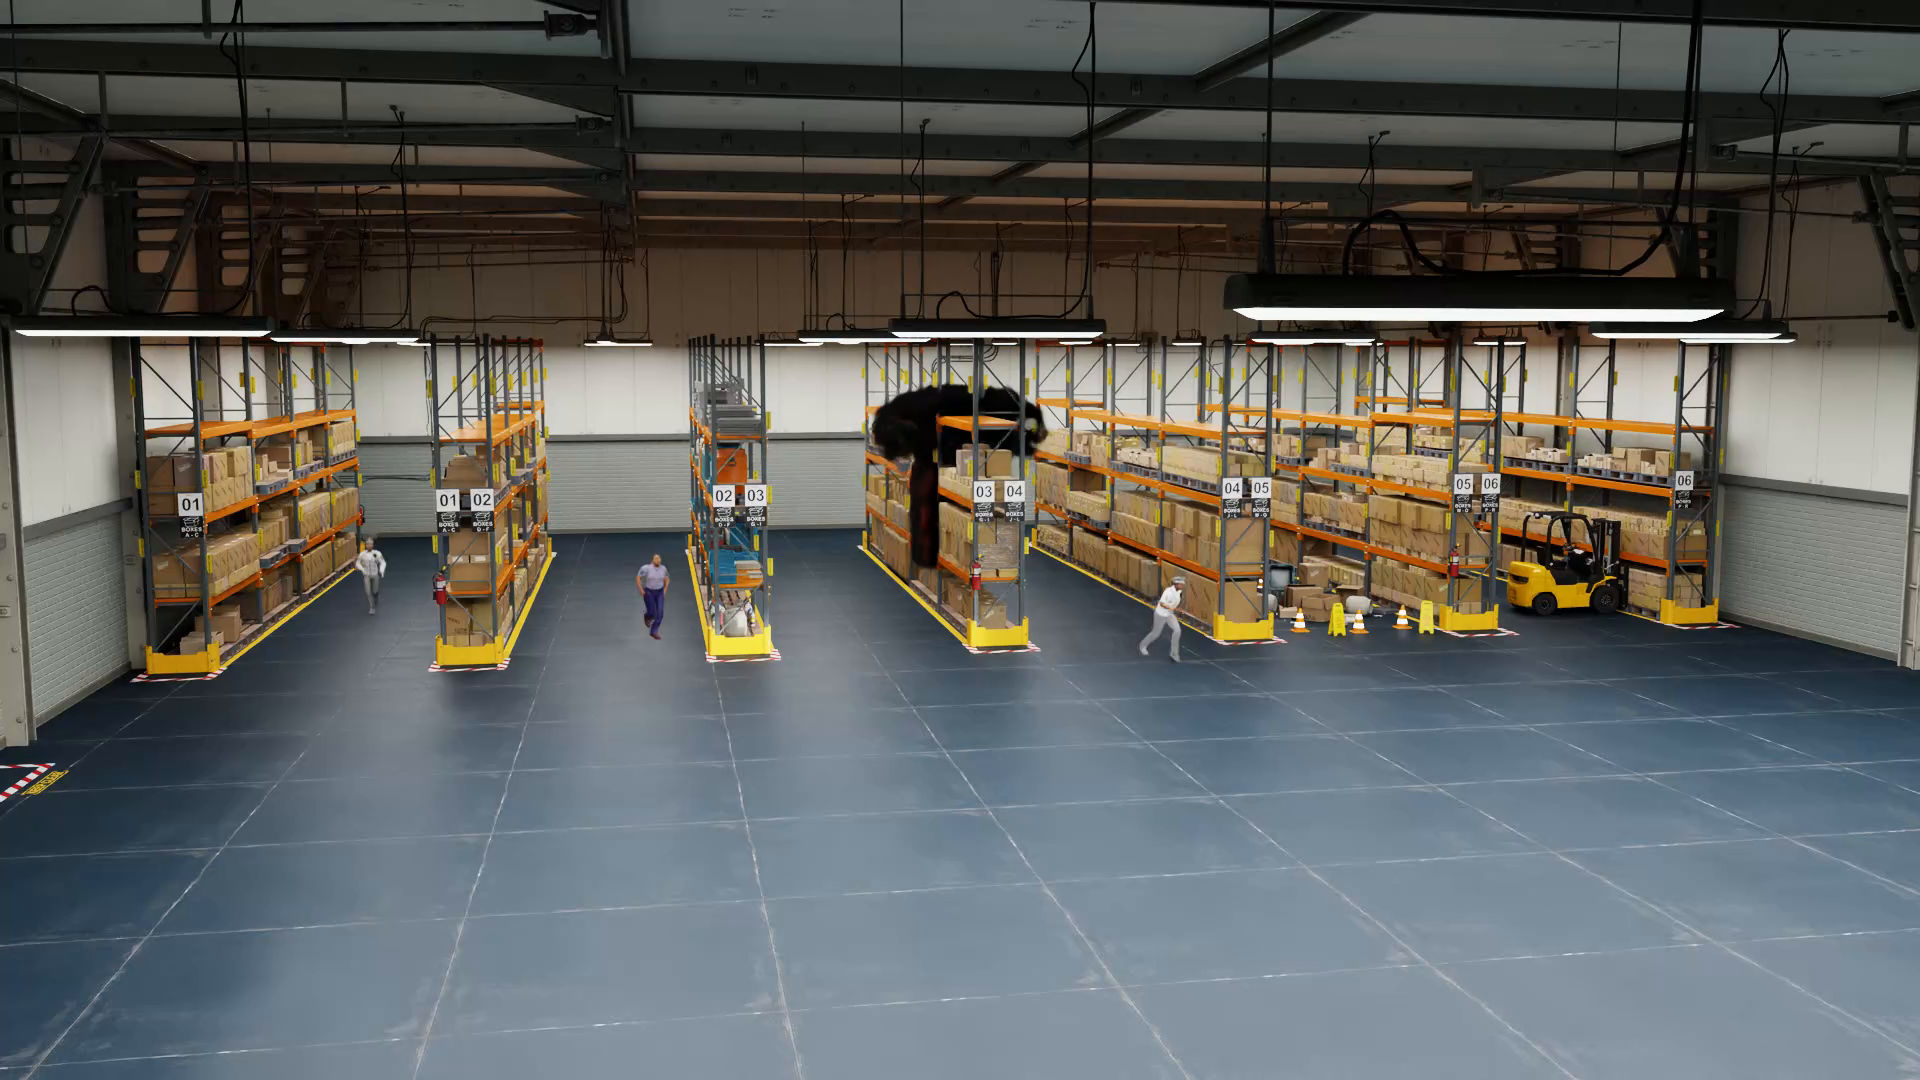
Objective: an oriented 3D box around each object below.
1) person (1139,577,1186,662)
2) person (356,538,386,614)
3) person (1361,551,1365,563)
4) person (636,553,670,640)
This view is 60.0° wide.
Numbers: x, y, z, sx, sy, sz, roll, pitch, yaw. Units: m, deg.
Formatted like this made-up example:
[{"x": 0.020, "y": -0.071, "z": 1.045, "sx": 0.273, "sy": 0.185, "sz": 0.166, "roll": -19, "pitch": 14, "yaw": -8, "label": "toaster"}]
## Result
[{"x": 3.747, "y": 1.445, "z": 30.786, "sx": 0.978, "sy": 1.626, "sz": 0.618, "roll": 5, "pitch": 8, "yaw": 38, "label": "person"}, {"x": -12.827, "y": 0.769, "z": 36.209, "sx": 0.616, "sy": 1.659, "sz": 0.531, "roll": -2, "pitch": 7, "yaw": -15, "label": "person"}, {"x": 10.999, "y": -0.178, "z": 44.105, "sx": 0.553, "sy": 1.696, "sz": 0.909, "roll": -3, "pitch": 7, "yaw": -27, "label": "person"}, {"x": -5.785, "y": 1.054, "z": 31.444, "sx": 0.630, "sy": 1.642, "sz": 0.584, "roll": -4, "pitch": 8, "yaw": -30, "label": "person"}]
